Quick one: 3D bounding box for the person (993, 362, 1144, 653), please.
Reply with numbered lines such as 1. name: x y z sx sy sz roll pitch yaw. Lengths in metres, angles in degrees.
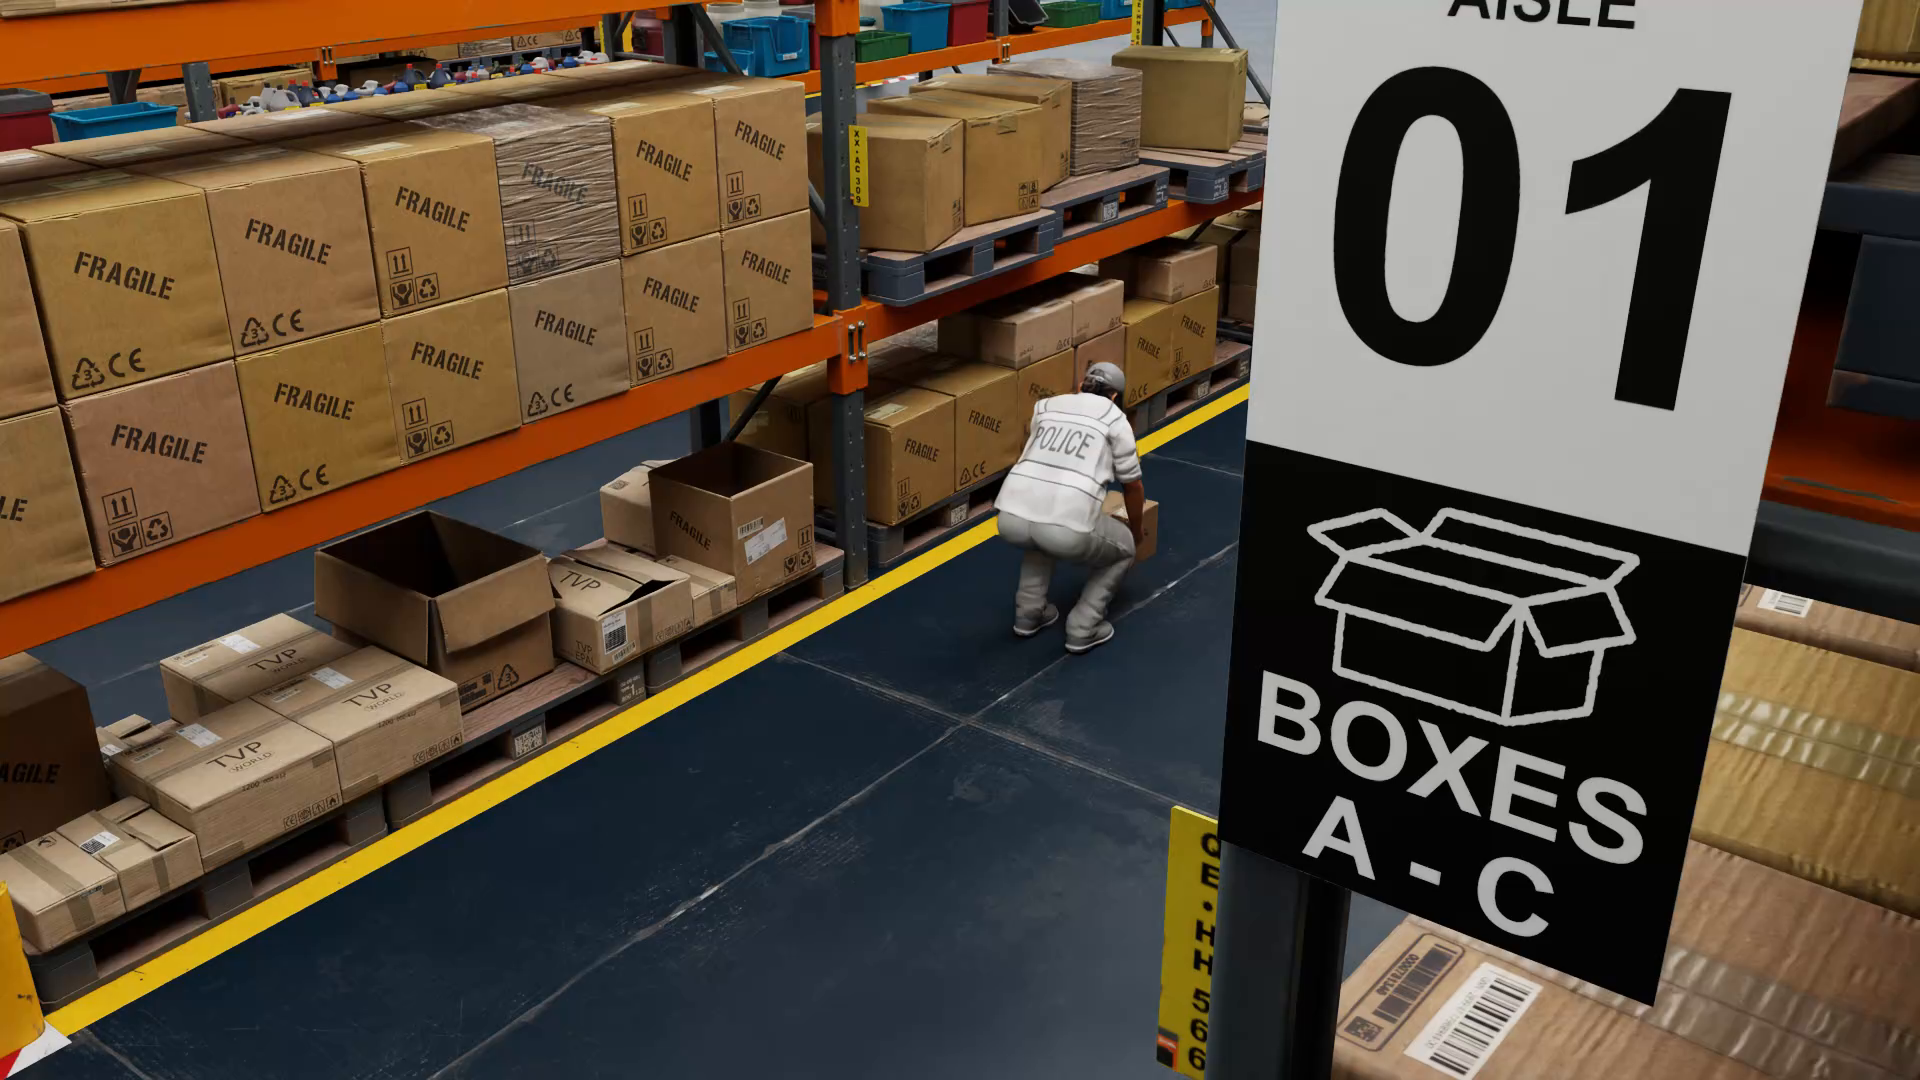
1. person: 0.467 -0.139 7.084 0.538 1.133 0.823 16 28 32
